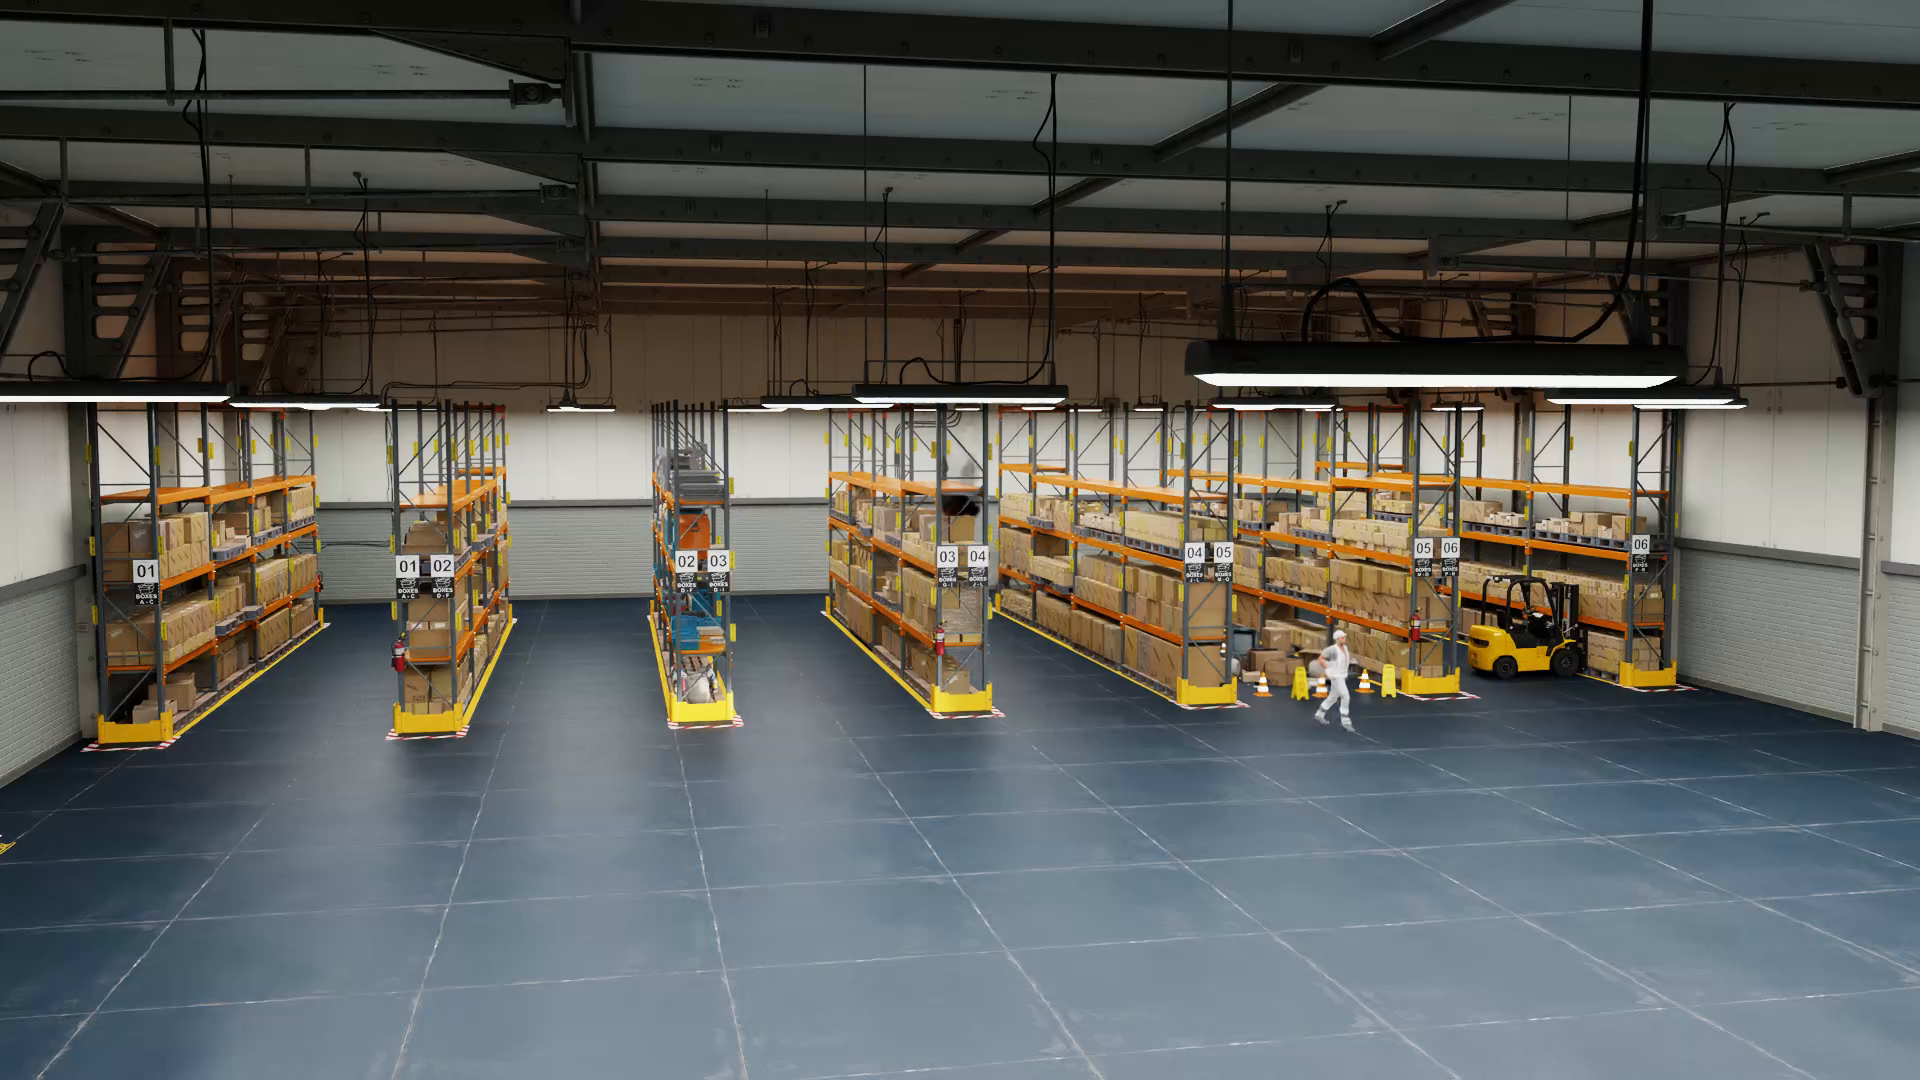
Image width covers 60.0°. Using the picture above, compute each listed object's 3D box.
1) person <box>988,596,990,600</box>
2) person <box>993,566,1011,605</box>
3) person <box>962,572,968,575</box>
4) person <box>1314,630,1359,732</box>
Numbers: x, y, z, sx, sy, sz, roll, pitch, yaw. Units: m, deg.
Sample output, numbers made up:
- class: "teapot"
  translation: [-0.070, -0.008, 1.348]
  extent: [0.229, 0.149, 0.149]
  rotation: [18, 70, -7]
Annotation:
- class: "person"
  translation: [0.545, 1.176, 49.770]
  extent: [0.771, 1.618, 0.677]
  rotation: [-1, 4, -9]
- class: "person"
  translation: [1.411, 1.133, 49.903]
  extent: [0.691, 1.779, 0.650]
  rotation: [-2, 5, -28]
- class: "person"
  translation: [0.082, 1.257, 47.617]
  extent: [0.707, 1.795, 0.735]
  rotation: [0, 4, -4]
- class: "person"
  translation: [6.875, 2.548, 30.301]
  extent: [0.845, 1.839, 0.623]
  rotation: [3, 5, 36]
